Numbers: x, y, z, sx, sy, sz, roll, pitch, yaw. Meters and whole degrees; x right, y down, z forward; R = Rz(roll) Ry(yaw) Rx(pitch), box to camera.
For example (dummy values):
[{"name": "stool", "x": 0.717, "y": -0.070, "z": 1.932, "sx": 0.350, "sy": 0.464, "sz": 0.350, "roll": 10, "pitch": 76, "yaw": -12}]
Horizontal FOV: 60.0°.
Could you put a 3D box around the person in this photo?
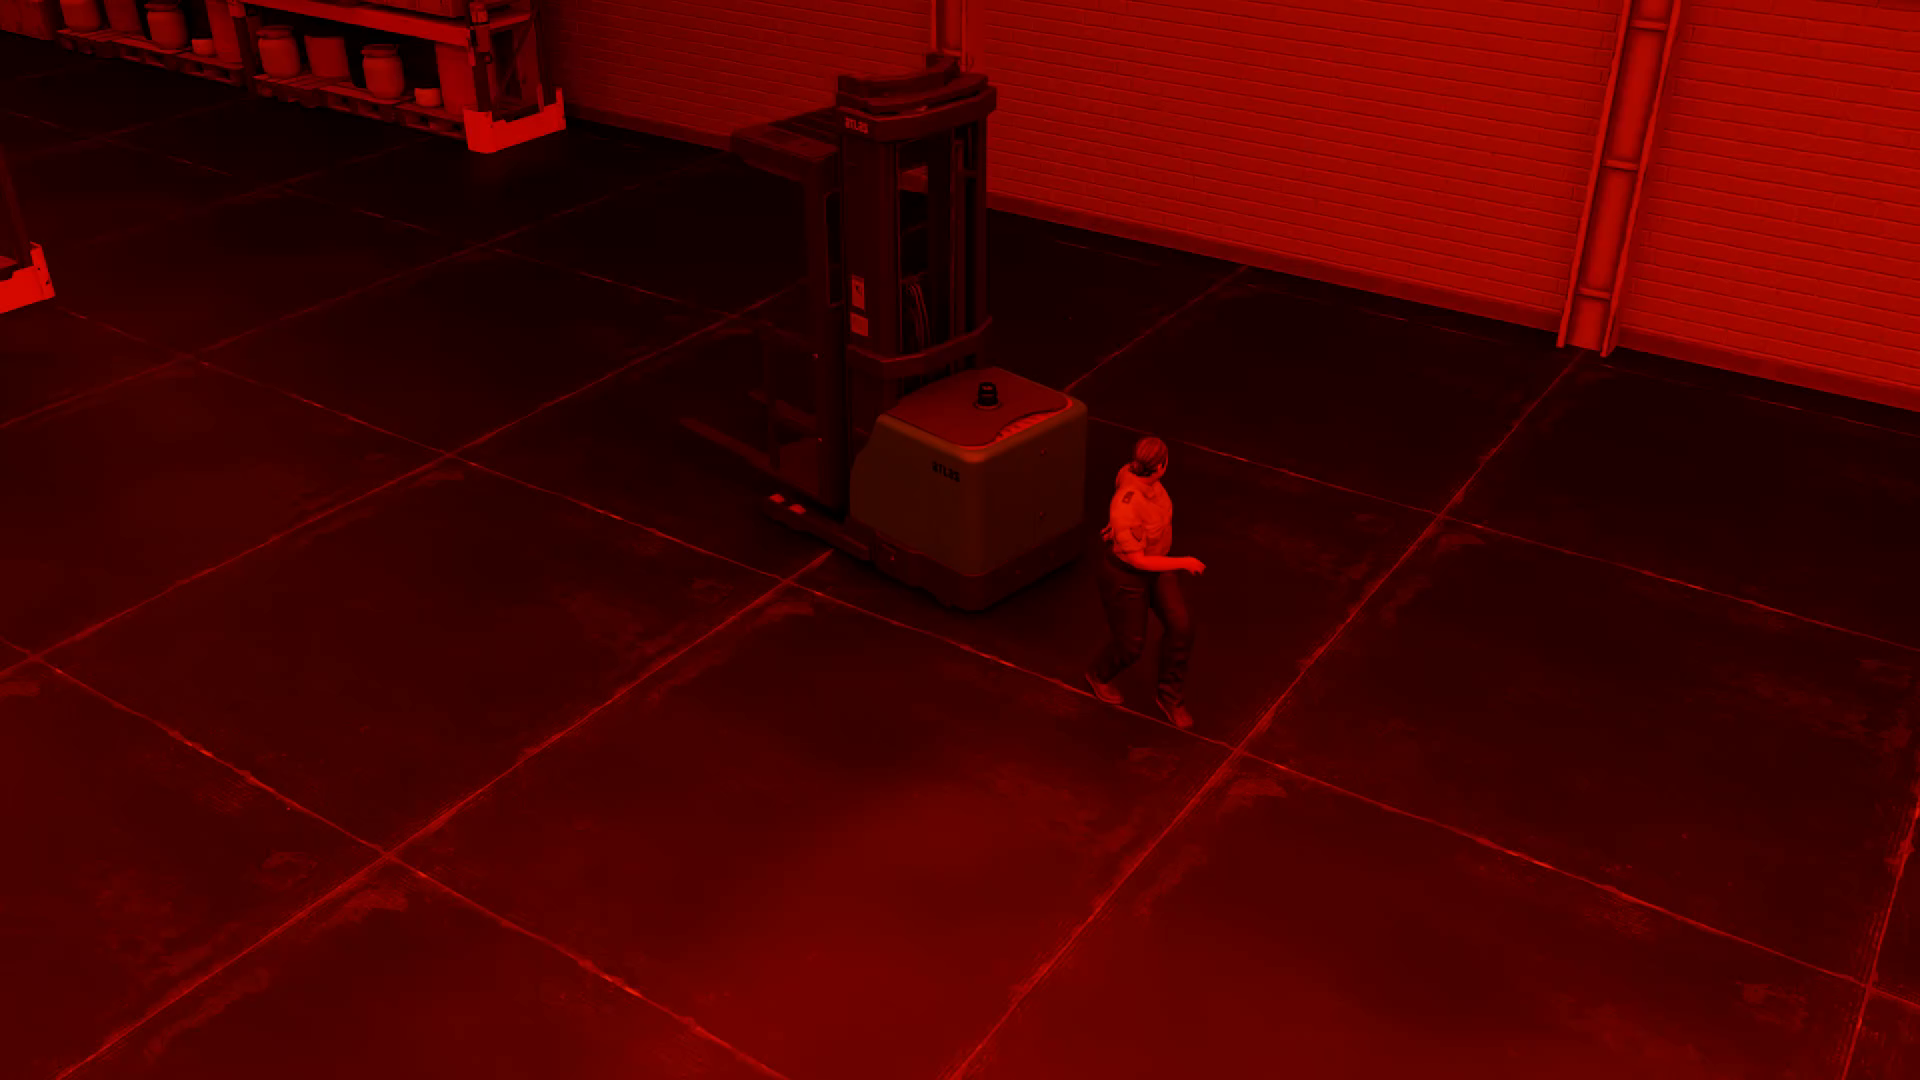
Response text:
[{"name": "person", "x": 0.926, "y": 0.209, "z": 8.631, "sx": 0.828, "sy": 1.623, "sz": 0.527, "roll": 26, "pitch": 39, "yaw": 37}]

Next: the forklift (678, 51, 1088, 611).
[{"name": "forklift", "x": -0.636, "y": -1.492, "z": 10.150, "sx": 3.031, "sy": 2.935, "sz": 1.130, "roll": 26, "pitch": 39, "yaw": 37}]
